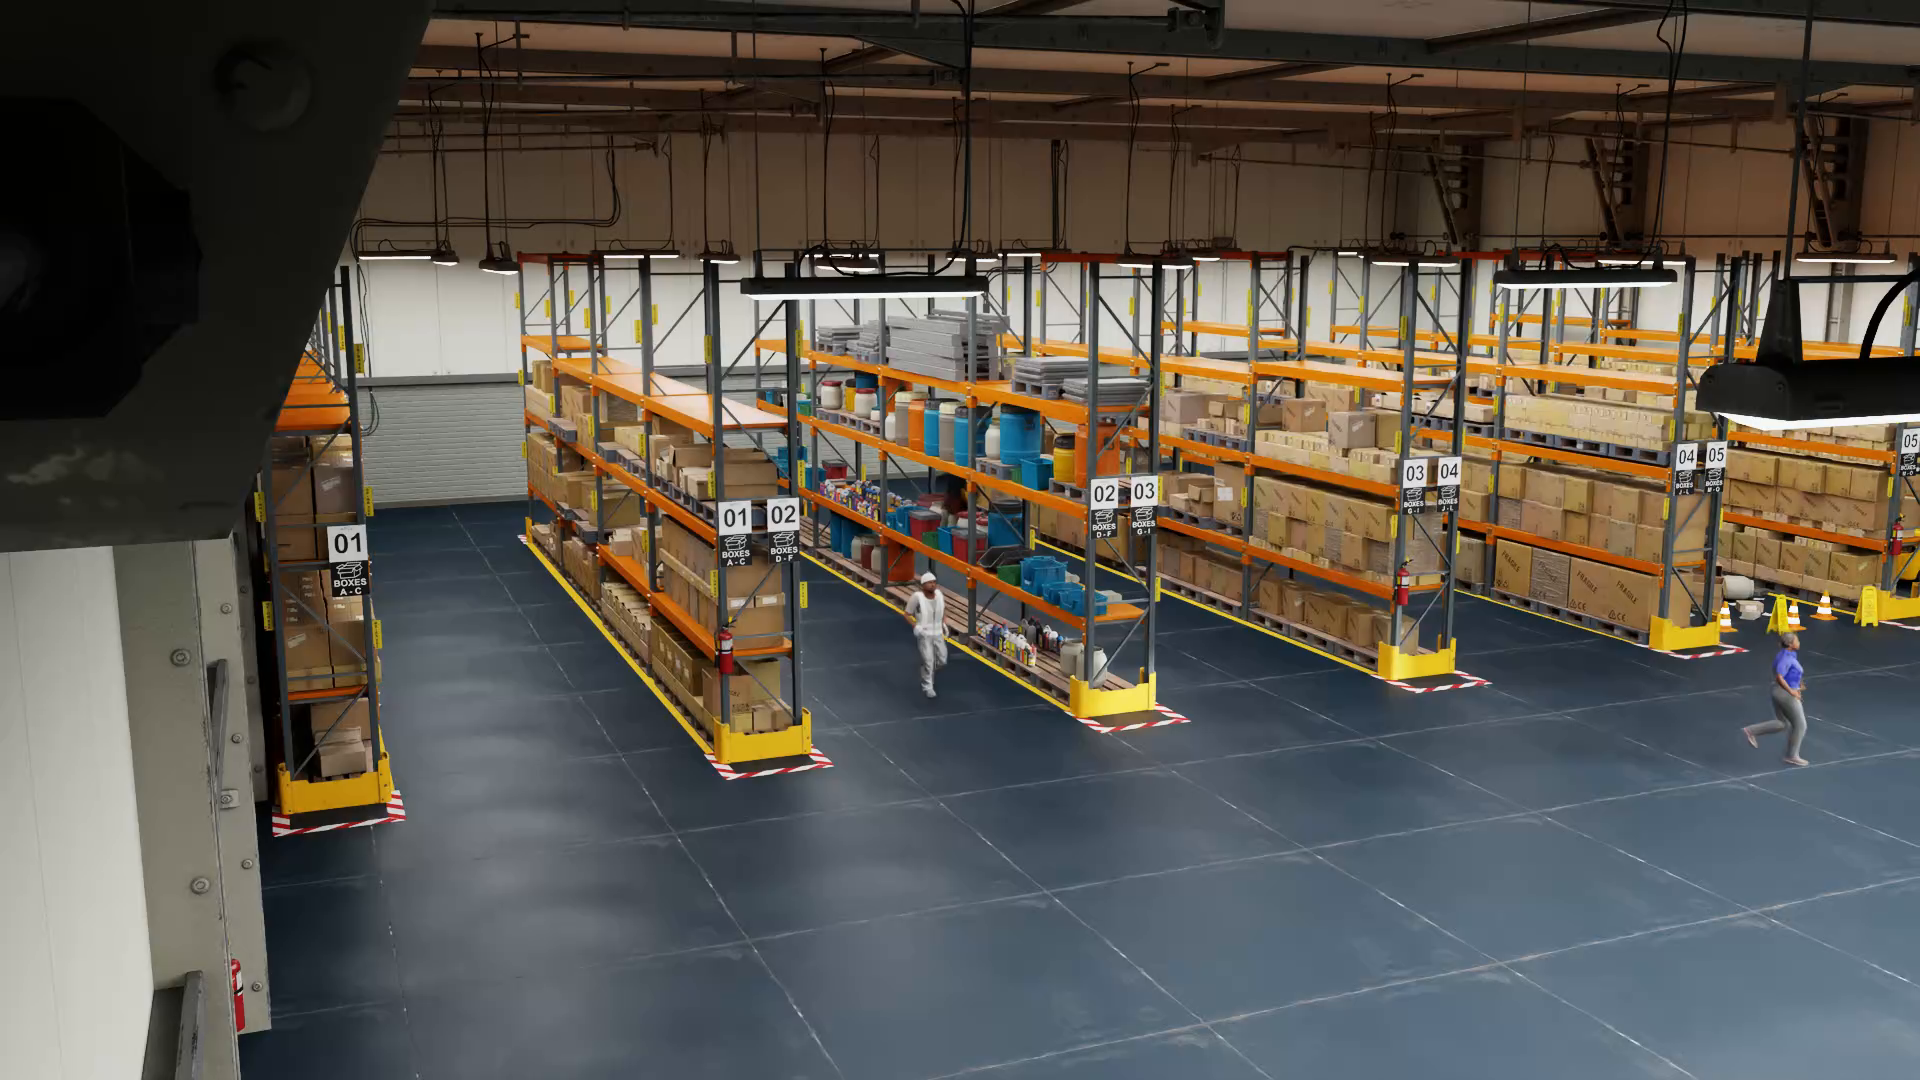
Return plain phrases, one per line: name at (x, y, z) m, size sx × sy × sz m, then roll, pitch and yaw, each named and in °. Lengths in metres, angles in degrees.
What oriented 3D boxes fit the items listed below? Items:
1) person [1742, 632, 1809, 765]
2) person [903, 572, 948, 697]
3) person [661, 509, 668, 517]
person at (9.951, 1.917, 20.131) m, size 0.738 × 1.643 × 0.577 m, roll 2°, pitch 11°, yaw 12°
person at (-0.463, 1.303, 23.087) m, size 0.679 × 1.744 × 0.585 m, roll -6°, pitch 12°, yaw -30°
person at (-5.838, -0.659, 33.661) m, size 0.673 × 1.842 × 0.949 m, roll -7°, pitch 12°, yaw -33°
